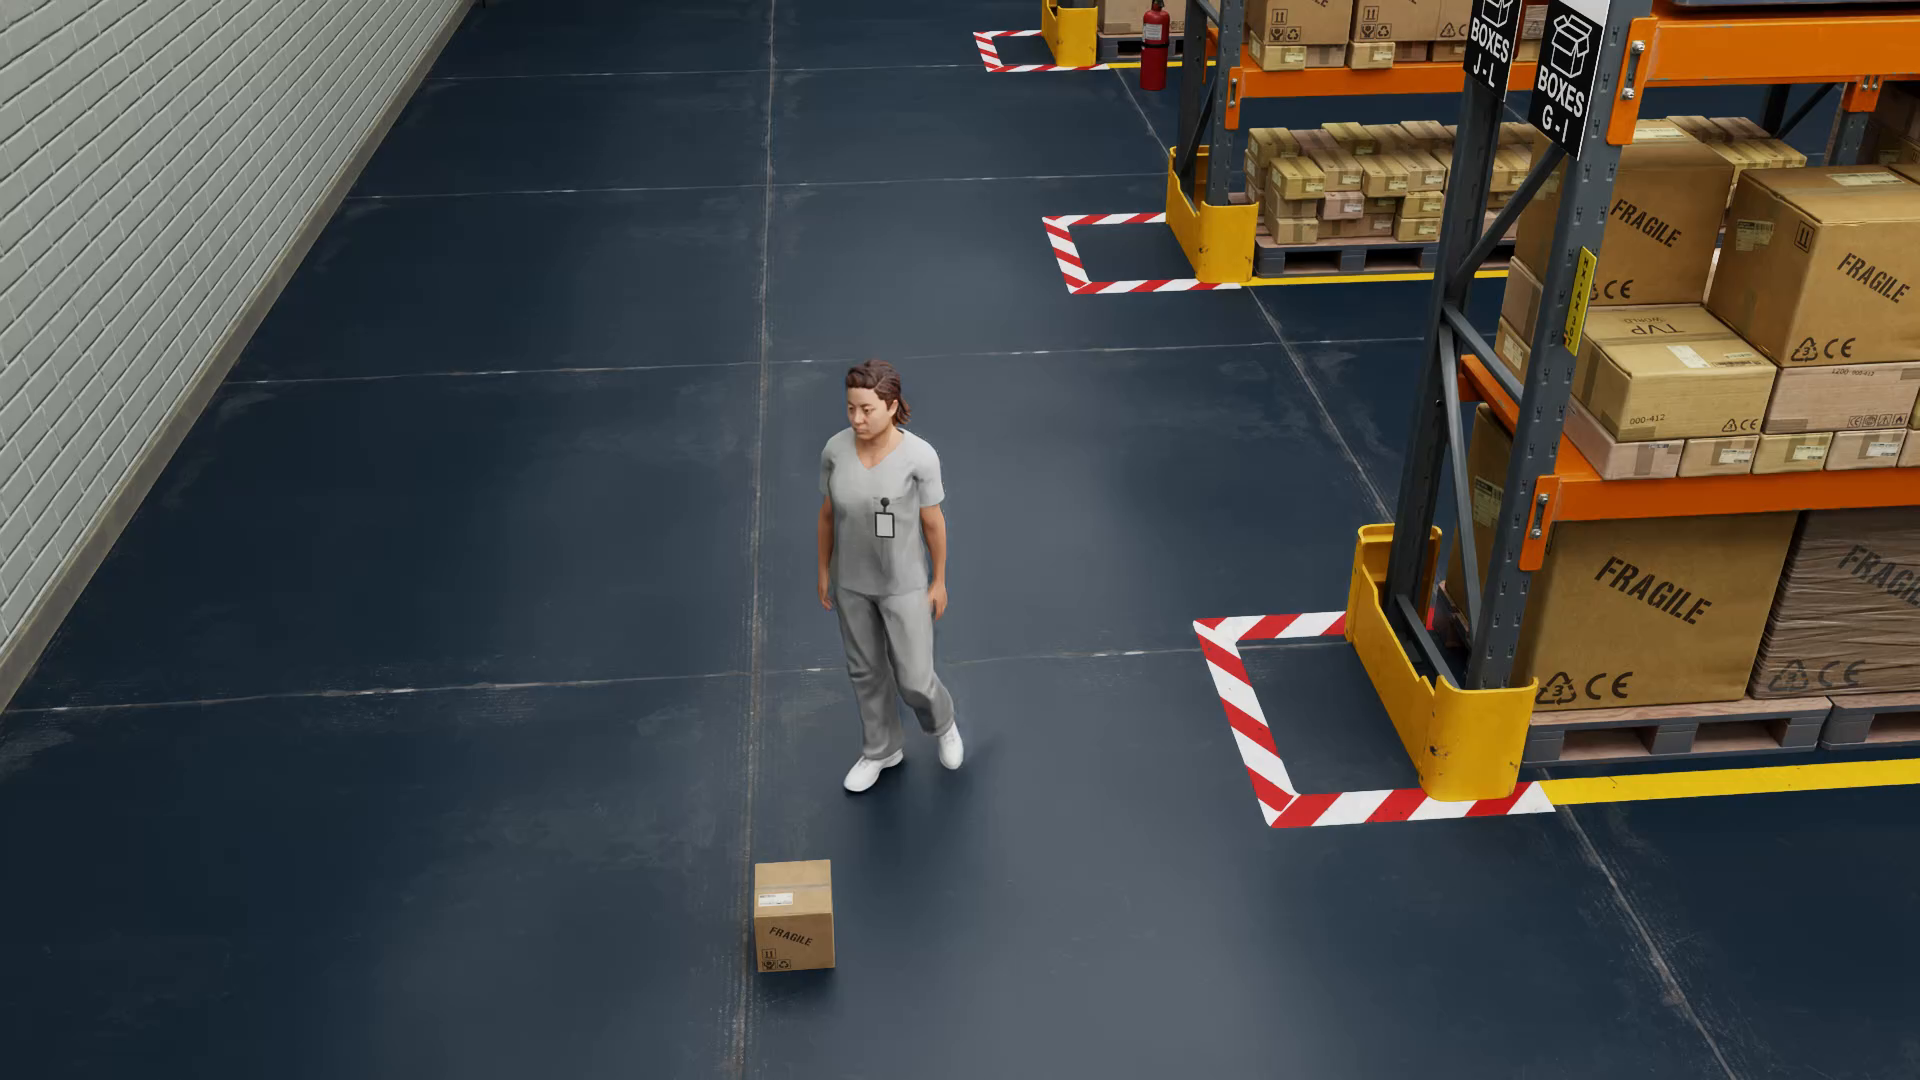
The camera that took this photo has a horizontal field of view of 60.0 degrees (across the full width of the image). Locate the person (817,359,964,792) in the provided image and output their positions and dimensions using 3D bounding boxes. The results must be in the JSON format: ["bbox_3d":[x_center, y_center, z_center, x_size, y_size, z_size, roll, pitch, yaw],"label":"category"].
[{"bbox_3d":[-0.250,0.140,5.879,0.513,1.667,0.450,11,33,17],"label":"person"}]
